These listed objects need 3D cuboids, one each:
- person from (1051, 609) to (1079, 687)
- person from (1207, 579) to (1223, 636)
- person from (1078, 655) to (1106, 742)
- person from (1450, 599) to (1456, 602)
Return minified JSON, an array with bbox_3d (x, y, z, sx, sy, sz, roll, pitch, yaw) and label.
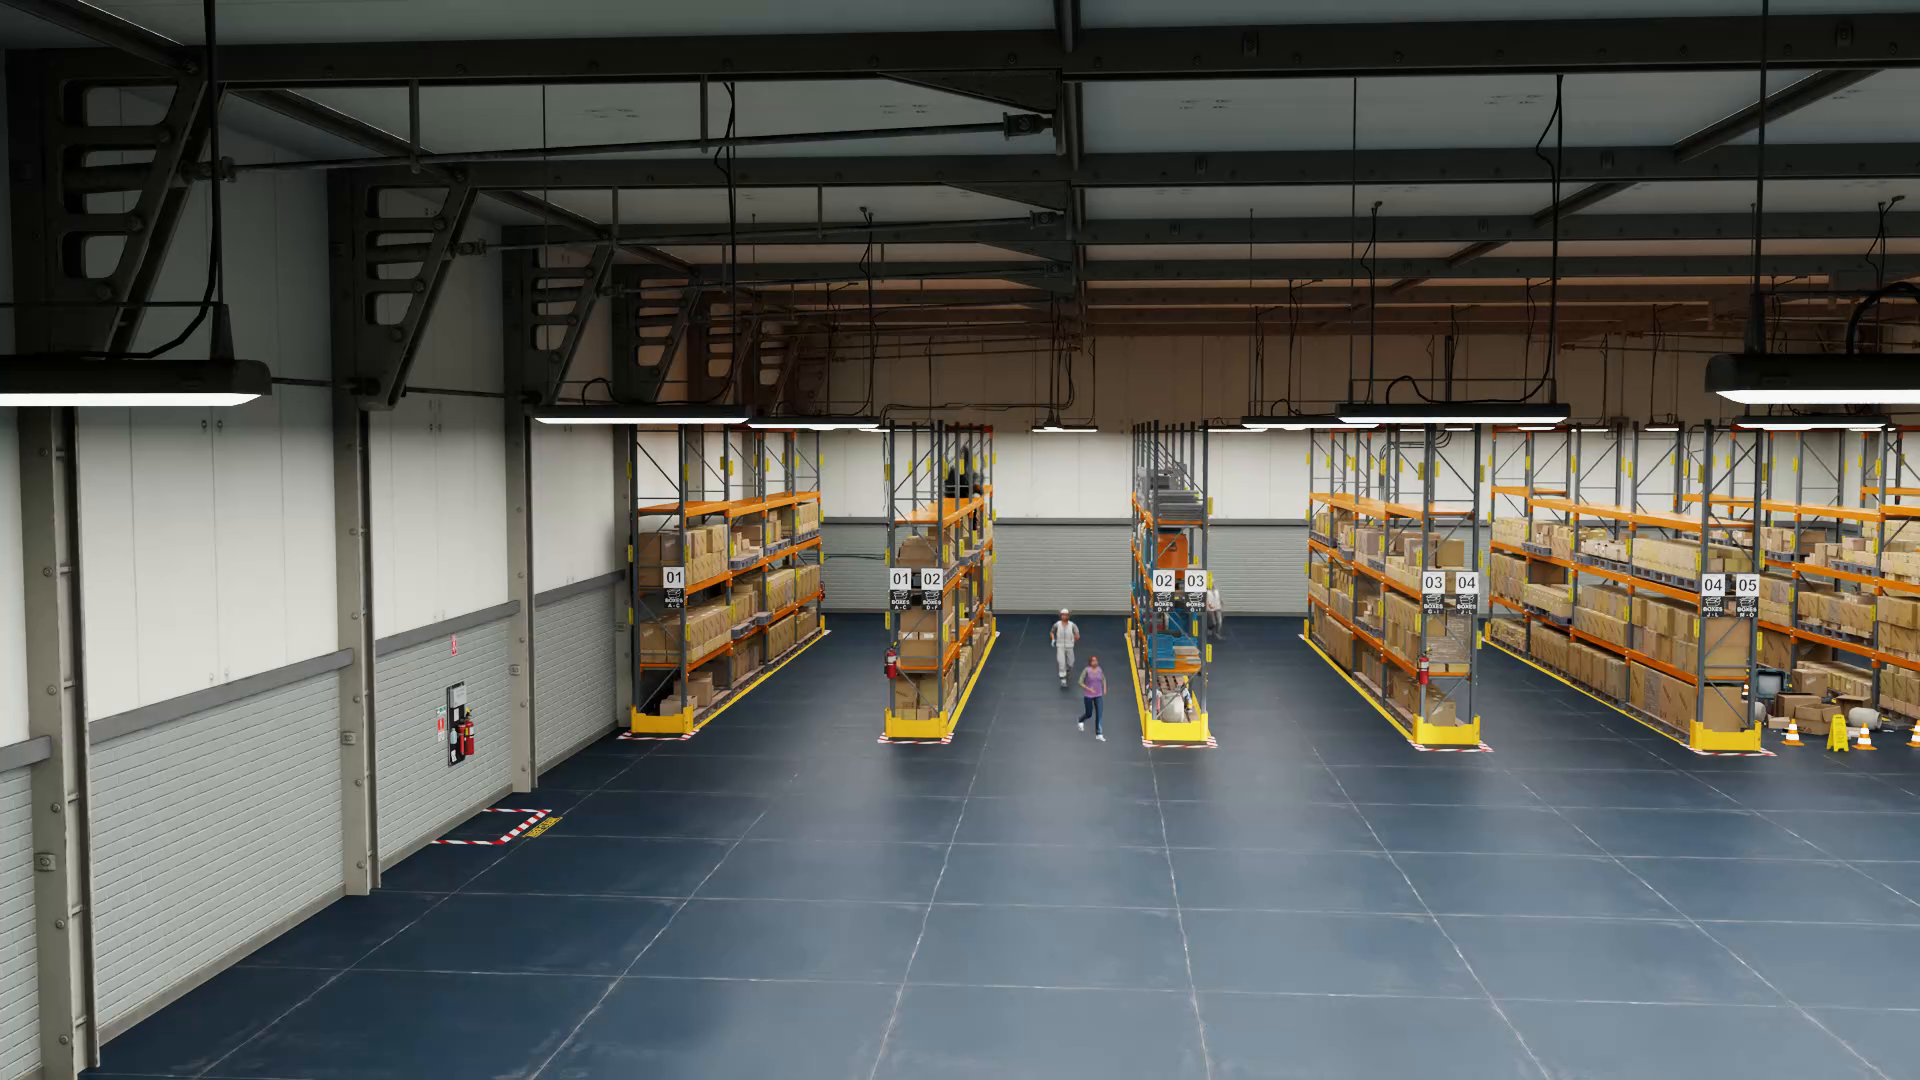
[{"bbox_3d":[2.389,2.452,37.877,0.631,1.752,0.801,0,4,1],"label":"person"},{"bbox_3d":[7.056,1.891,46.619,0.689,1.647,0.532,-2,4,-26],"label":"person"},{"bbox_3d":[2.504,2.956,31.334,0.588,1.595,0.838,-1,4,-18],"label":"person"},{"bbox_3d":[13.760,1.714,47.109,0.583,0.932,0.732,-1,4,-18],"label":"person"}]
